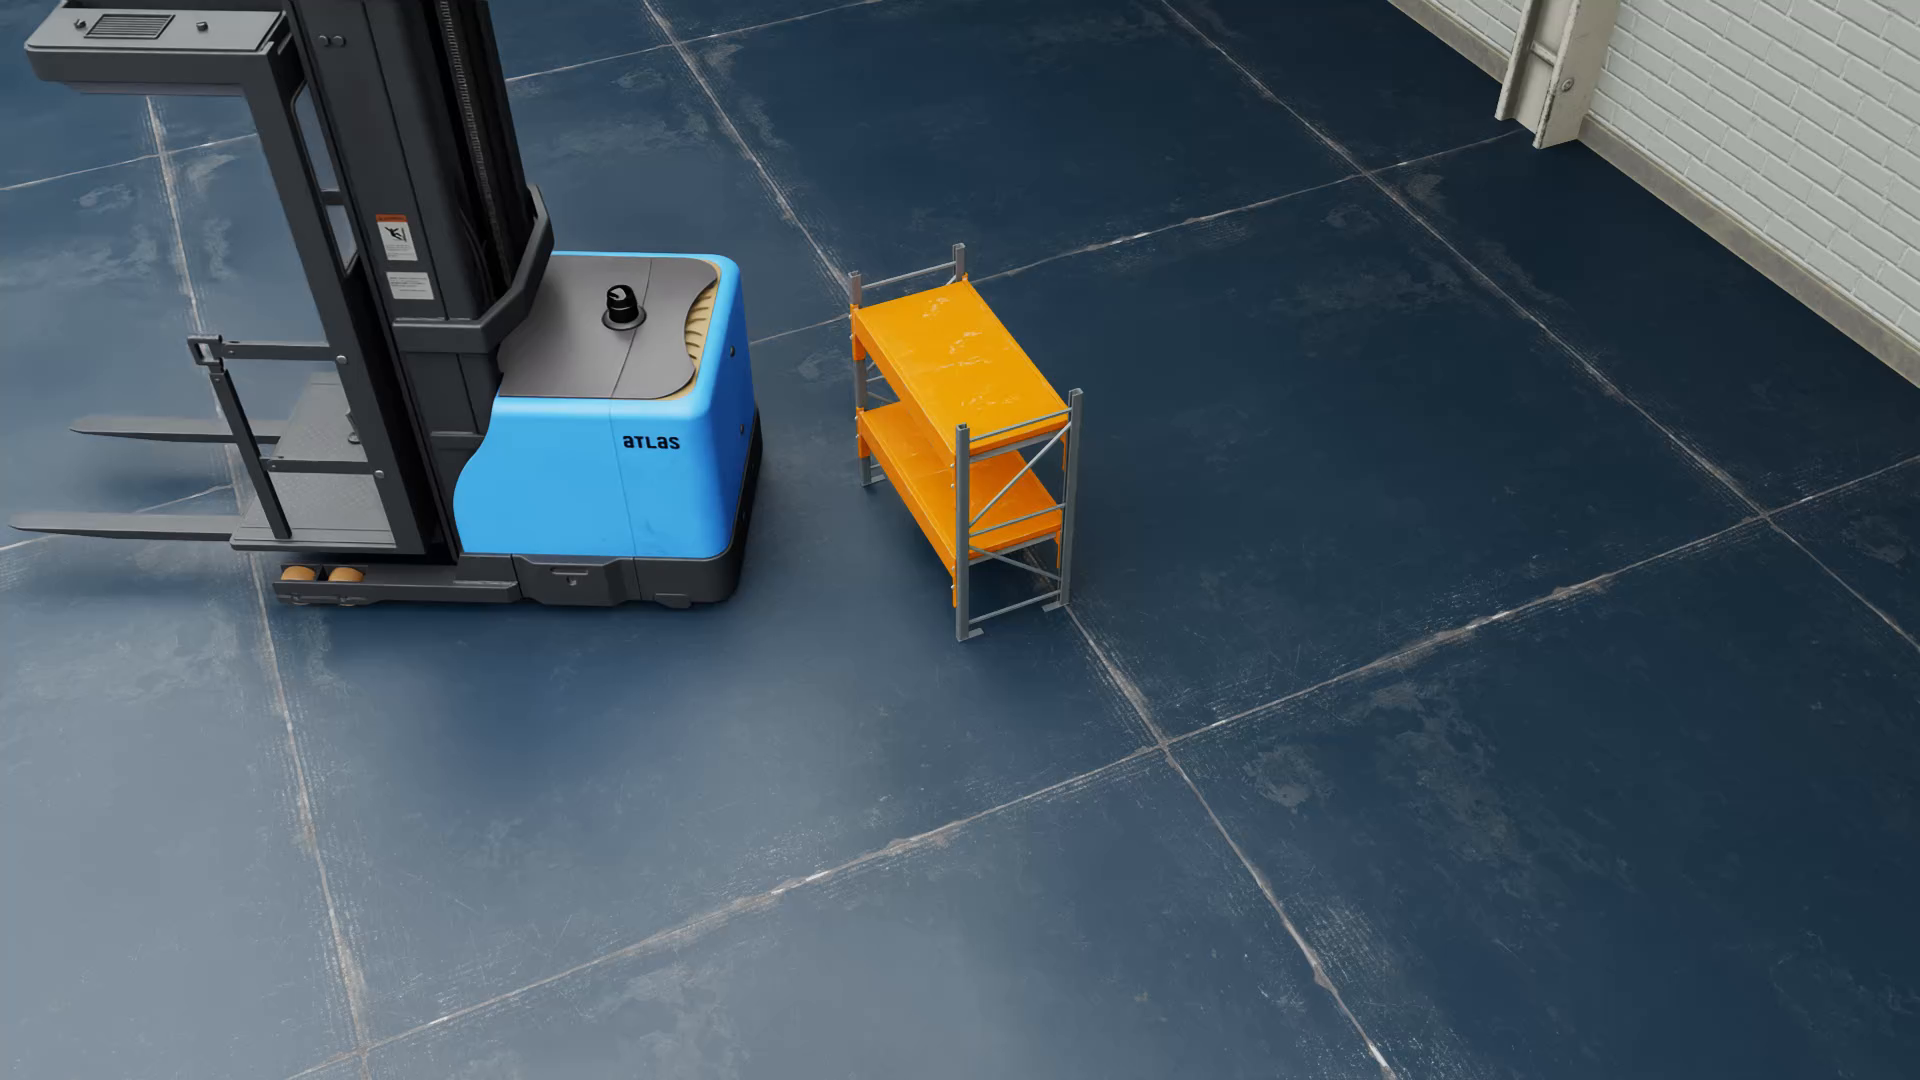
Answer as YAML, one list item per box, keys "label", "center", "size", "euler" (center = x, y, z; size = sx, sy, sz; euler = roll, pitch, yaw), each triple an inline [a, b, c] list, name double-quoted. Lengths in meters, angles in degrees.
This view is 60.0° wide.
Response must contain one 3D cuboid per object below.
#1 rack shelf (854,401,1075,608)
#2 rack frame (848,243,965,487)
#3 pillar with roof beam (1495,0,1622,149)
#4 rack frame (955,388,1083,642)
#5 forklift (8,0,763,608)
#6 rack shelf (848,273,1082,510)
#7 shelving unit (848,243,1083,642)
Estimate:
- label: "rack shelf"
  center: [0.003, -0.222, 6.891]
  size: [0.538, 0.278, 1.000]
  euler: [-18, 47, -17]
- label: "rack frame"
  center: [-0.211, -0.720, 7.048]
  size: [0.500, 1.125, 0.032]
  euler: [-18, 47, -17]
- label: "pillar with roof beam"
  center: [-0.600, -4.299, 5.069]
  size: [9.100, 9.000, 0.400]
  euler: [-18, 47, -17]
- label: "rack frame"
  center: [0.217, -0.072, 6.391]
  size: [0.500, 1.125, 0.032]
  euler: [-18, 47, -17]
- label: "forklift"
  center: [-2.410, -1.142, 6.190]
  size: [3.031, 2.935, 1.130]
  euler: [1, 45, 1]
- label: "rack shelf"
  center: [0.003, -0.604, 6.514]
  size: [0.538, 0.278, 1.000]
  euler: [-18, 47, -17]
- label: "shelving unit"
  center: [0.003, -0.396, 6.719]
  size: [0.538, 1.125, 1.048]
  euler: [-18, 47, -17]
